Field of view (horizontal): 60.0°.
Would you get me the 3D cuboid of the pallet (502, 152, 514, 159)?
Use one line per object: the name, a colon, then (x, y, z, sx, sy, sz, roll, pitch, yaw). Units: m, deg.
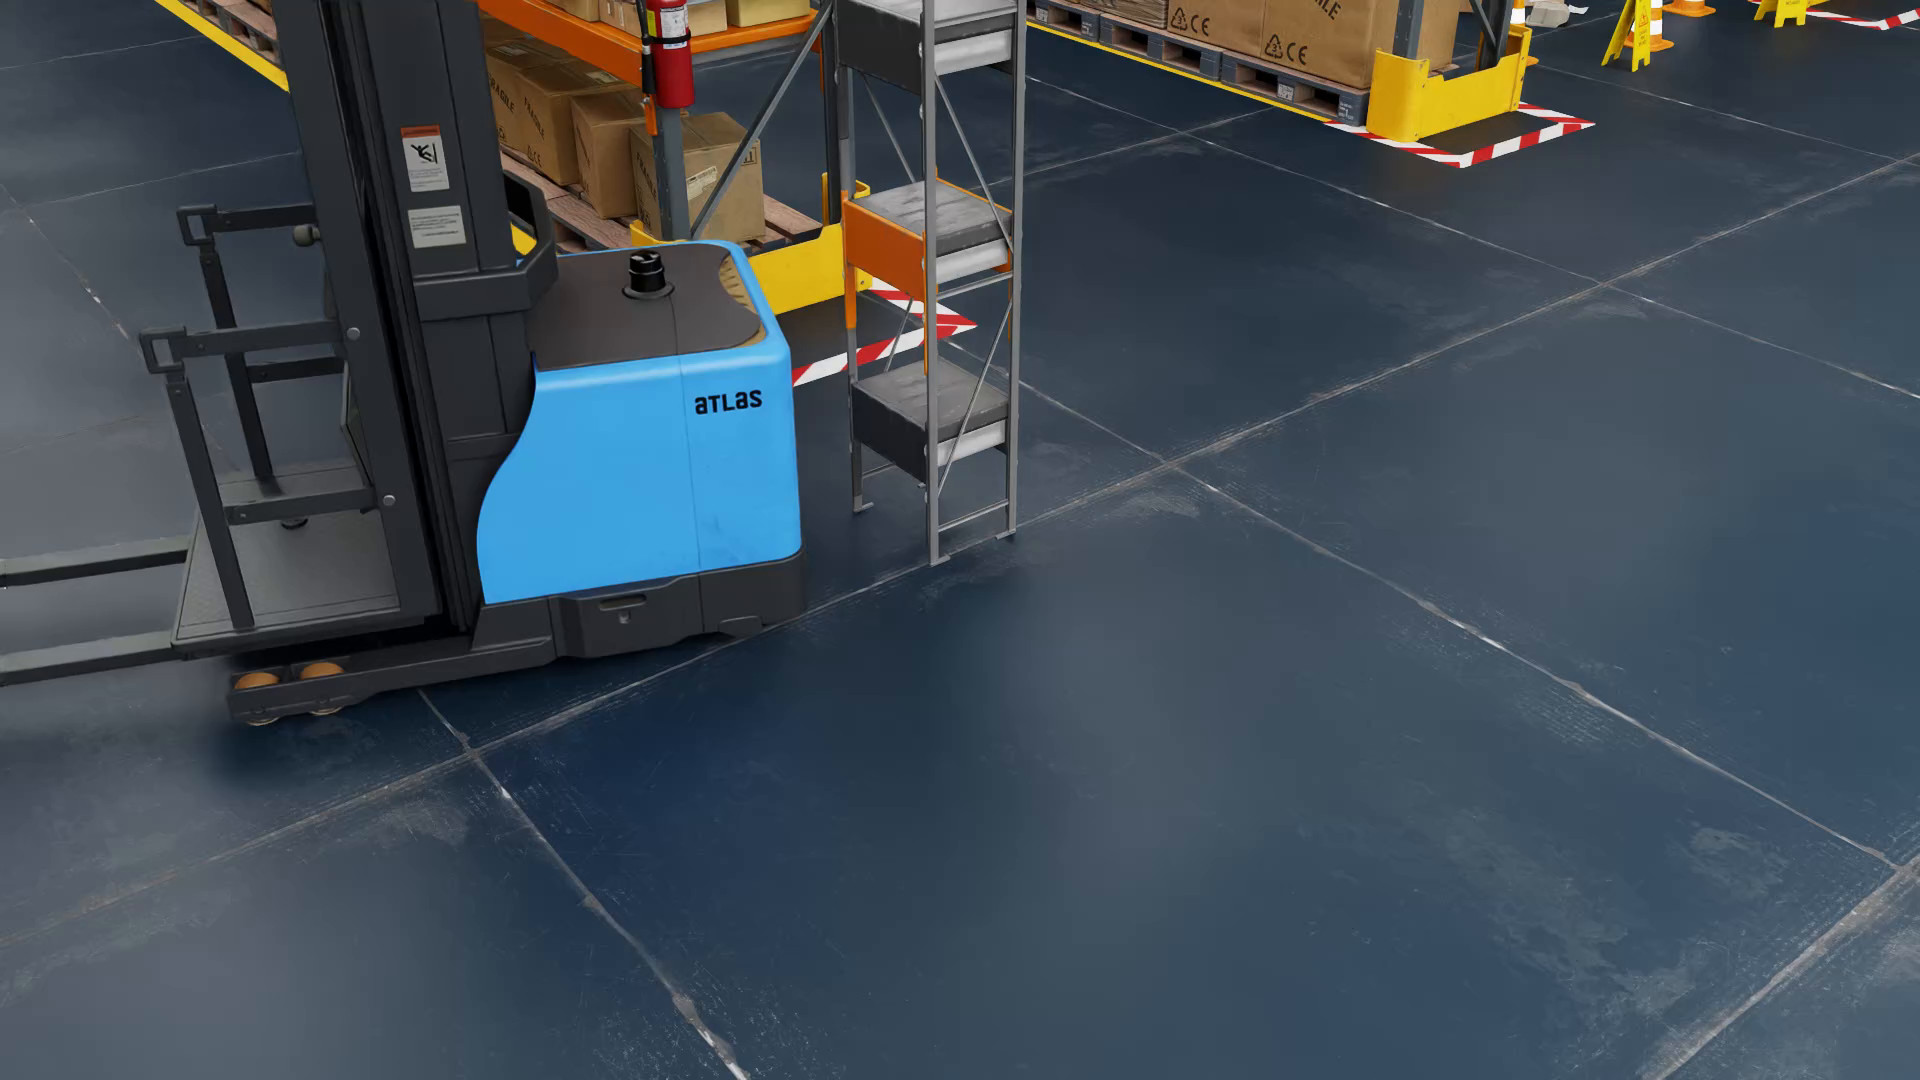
pallet: (-2.942, -2.607, 10.248, 1.003, 0.211, 1.213, -22, 38, -31)

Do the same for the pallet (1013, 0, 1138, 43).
pallet: (1.002, -4.096, 12.645, 1.003, 0.211, 1.213, -22, 38, -31)

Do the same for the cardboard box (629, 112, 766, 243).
cardboard box: (-1.299, -1.776, 8.237, 0.500, 0.500, 0.500, -15, 35, -23)

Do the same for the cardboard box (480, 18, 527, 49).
cardboard box: (-2.811, -2.761, 9.824, 0.500, 0.500, 0.500, -11, 33, -16)

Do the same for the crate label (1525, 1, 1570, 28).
crate label: (4.417, -3.952, 12.484, 0.298, 0.136, 0.250, 12, 34, 19)

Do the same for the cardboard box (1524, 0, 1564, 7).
cardboard box: (4.500, -4.281, 13.002, 0.380, 0.149, 0.250, -4, 32, -7)

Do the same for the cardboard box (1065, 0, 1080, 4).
cardboard box: (0.928, -4.614, 12.452, 0.875, 0.875, 0.875, -22, 38, -31)

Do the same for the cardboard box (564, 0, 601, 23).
cardboard box: (-1.614, -2.531, 7.720, 0.380, 0.149, 0.250, -22, 38, -31)

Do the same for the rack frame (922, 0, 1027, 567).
rack frame: (0.048, -0.859, 5.643, 0.400, 2.100, 0.015, -22, 38, -31)

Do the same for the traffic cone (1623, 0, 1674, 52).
traffic cone: (4.948, -3.783, 11.902, 0.336, 0.463, 0.334, -22, 38, -31)

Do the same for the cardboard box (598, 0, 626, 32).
cardboard box: (-1.420, -2.443, 7.579, 0.380, 0.149, 0.250, -22, 38, -31)

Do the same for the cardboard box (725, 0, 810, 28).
cardboard box: (-0.916, -2.483, 7.642, 0.380, 0.149, 0.250, -22, 38, -31)

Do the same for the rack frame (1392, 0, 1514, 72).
rack frame: (3.051, -3.956, 9.777, 1.000, 3.000, 0.127, -22, 38, -31)

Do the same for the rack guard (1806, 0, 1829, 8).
rack guard: (6.852, -4.569, 13.133, 1.175, 0.500, 0.348, -22, 38, -31)

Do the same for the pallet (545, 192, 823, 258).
pallet: (-1.446, -1.591, 8.611, 1.003, 0.211, 1.213, -22, 38, -31)

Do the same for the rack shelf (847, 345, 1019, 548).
rack shelf: (-0.102, -0.355, 6.184, 0.431, 0.518, 0.480, -22, 38, -31)

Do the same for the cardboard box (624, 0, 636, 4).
cardboard box: (-1.245, -2.800, 7.539, 0.875, 0.500, 0.500, -22, 38, -31)

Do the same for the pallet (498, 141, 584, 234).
pallet: (-2.190, -2.099, 9.429, 1.003, 0.211, 1.213, -22, 38, -31)

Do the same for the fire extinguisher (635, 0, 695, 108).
fire extinguisher: (-1.223, -2.164, 6.964, 0.296, 0.674, 0.183, -22, 38, -31)

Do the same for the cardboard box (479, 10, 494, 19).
cardboard box: (-3.168, -2.997, 10.204, 0.500, 0.500, 0.500, -24, 39, -33)

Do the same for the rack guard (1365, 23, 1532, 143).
rack guard: (3.066, -2.884, 10.420, 1.175, 0.500, 0.348, -22, 38, -31)

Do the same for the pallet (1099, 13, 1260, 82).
pallet: (1.755, -3.587, 11.826, 1.003, 0.211, 1.213, -22, 38, -31)

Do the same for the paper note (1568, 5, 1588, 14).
paper note: (4.747, -4.088, 12.804, 0.142, 0.019, 0.148, 18, 36, 27)

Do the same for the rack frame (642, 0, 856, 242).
rack frame: (-0.929, -2.393, 7.261, 1.000, 3.000, 0.127, -22, 38, -31)

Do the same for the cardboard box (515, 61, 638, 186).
cardboard box: (-2.061, -2.281, 9.050, 0.500, 0.500, 0.500, -19, 36, -27)

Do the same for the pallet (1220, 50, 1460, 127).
pallet: (2.499, -3.079, 11.008, 1.003, 0.211, 1.213, -22, 38, -31)

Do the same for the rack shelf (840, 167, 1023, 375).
rack shelf: (-0.102, -0.949, 5.814, 0.431, 0.518, 0.480, -22, 38, -31)

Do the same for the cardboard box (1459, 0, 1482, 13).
cardboard box: (3.822, -4.452, 12.941, 0.637, 0.503, 0.797, 6, 32, 10)

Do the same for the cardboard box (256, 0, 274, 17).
cardboard box: (-4.705, -4.119, 11.991, 0.700, 0.500, 0.500, -19, 37, -28)

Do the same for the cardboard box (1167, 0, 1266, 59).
cardboard box: (2.042, -3.859, 11.236, 0.875, 0.875, 0.875, -23, 39, -32)

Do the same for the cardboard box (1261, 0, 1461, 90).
cardboard box: (2.583, -3.493, 10.647, 0.875, 0.875, 0.875, -22, 38, -31)

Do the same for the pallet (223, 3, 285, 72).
pallet: (-4.613, -3.709, 12.021, 1.003, 0.211, 1.213, -22, 38, -31)

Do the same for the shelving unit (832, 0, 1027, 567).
shelving unit: (-0.102, -0.961, 5.807, 0.431, 2.100, 0.503, -22, 38, -31)

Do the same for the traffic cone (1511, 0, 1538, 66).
traffic cone: (3.847, -3.559, 11.542, 0.336, 0.463, 0.334, -22, 38, -31)

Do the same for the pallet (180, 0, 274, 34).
pallet: (-5.357, -4.217, 12.839, 1.003, 0.211, 1.213, -22, 38, -31)

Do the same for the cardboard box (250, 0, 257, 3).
cardboard box: (-5.058, -4.353, 12.367, 0.700, 0.500, 0.500, -26, 40, -35)

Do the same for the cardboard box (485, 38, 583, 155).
cardboard box: (-2.368, -2.528, 9.448, 0.500, 0.500, 0.500, -26, 40, -35)

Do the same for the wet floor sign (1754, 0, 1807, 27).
wet floor sign: (6.170, -4.174, 12.359, 0.267, 0.644, 0.232, -10, 33, -15)

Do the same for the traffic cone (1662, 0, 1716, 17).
traffic cone: (5.616, -4.284, 12.709, 0.336, 0.463, 0.334, -22, 38, -31)

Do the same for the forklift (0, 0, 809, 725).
forklift: (-2.099, -0.966, 5.027, 3.031, 2.935, 1.130, -9, 33, -14)

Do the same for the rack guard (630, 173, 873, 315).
rack guard: (-0.976, -1.363, 7.971, 1.175, 0.500, 0.348, -22, 38, -31)

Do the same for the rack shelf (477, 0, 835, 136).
rack shelf: (-2.156, -2.921, 8.792, 1.077, 0.370, 4.000, -22, 38, -31)

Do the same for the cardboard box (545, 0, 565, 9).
cardboard box: (-1.755, -2.640, 7.895, 0.380, 0.149, 0.250, -22, 38, -31)

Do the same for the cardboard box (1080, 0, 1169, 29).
cardboard box: (1.484, -4.240, 11.849, 0.875, 0.875, 0.875, -22, 38, -31)

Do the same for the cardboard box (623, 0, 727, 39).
cardboard box: (-1.267, -2.339, 7.411, 0.380, 0.149, 0.250, -22, 38, -31)

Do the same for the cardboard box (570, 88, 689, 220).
cardboard box: (-1.692, -2.014, 8.620, 0.500, 0.500, 0.500, -12, 34, -19)

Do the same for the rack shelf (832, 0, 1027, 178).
rack shelf: (-0.101, -1.544, 5.445, 0.431, 0.518, 0.480, -22, 38, -31)

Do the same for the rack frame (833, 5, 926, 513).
rack frame: (-0.251, -1.063, 5.971, 0.400, 2.100, 0.015, -22, 38, -31)

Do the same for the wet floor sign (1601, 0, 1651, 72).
wet floor sign: (4.633, -3.584, 11.410, 0.232, 0.644, 0.267, 26, 40, 35)
